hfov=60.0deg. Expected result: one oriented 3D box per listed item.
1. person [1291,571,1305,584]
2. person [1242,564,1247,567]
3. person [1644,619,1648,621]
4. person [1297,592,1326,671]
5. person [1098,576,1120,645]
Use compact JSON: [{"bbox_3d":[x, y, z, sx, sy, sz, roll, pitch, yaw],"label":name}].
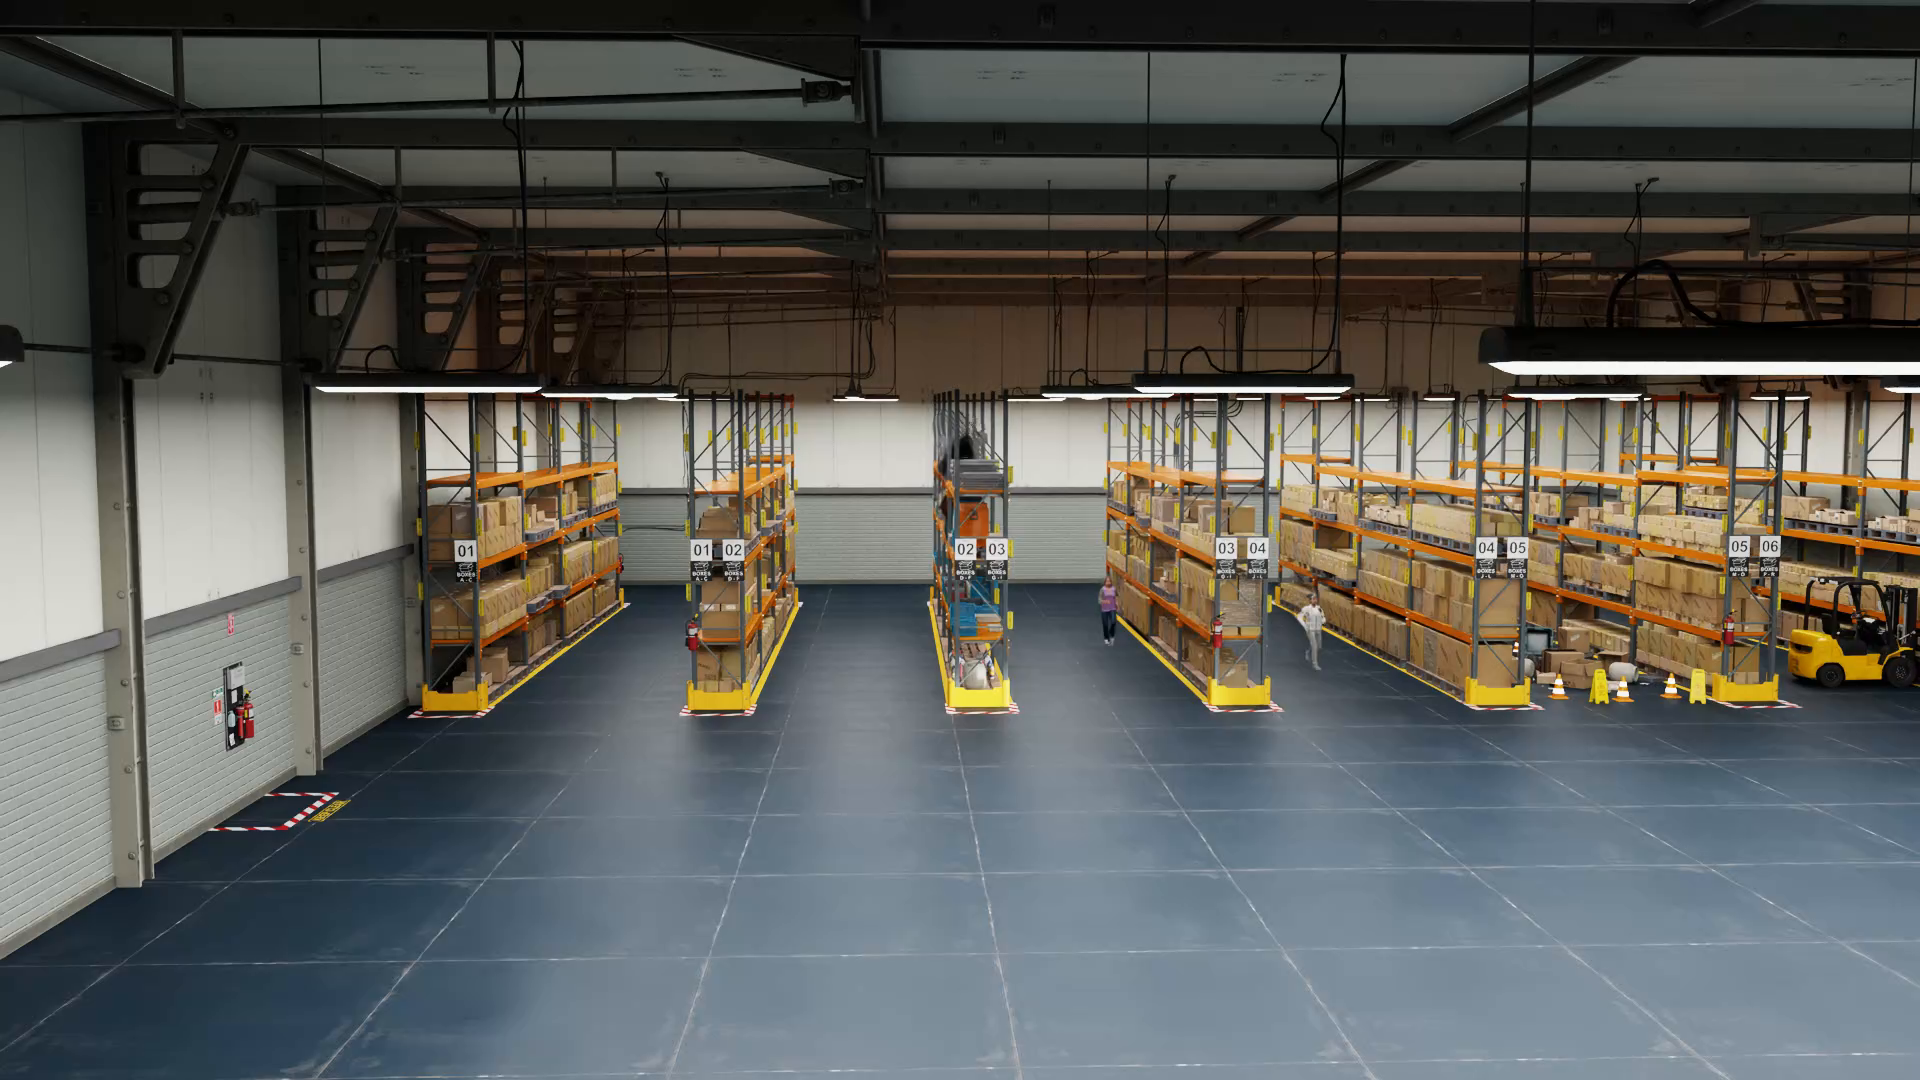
[{"bbox_3d":[9.950,0.889,48.763,0.481,1.726,0.730,2,5,20],"label":"person"},{"bbox_3d":[7.857,1.063,46.688,0.737,1.720,0.627,0,5,-1],"label":"person"},{"bbox_3d":[16.412,1.696,39.269,0.536,1.626,0.694,0,5,-5],"label":"person"},{"bbox_3d":[7.635,1.955,35.990,0.625,1.663,0.753,-1,5,-17],"label":"person"},{"bbox_3d":[3.399,1.616,37.864,0.511,1.570,0.636,0,5,0],"label":"person"}]
